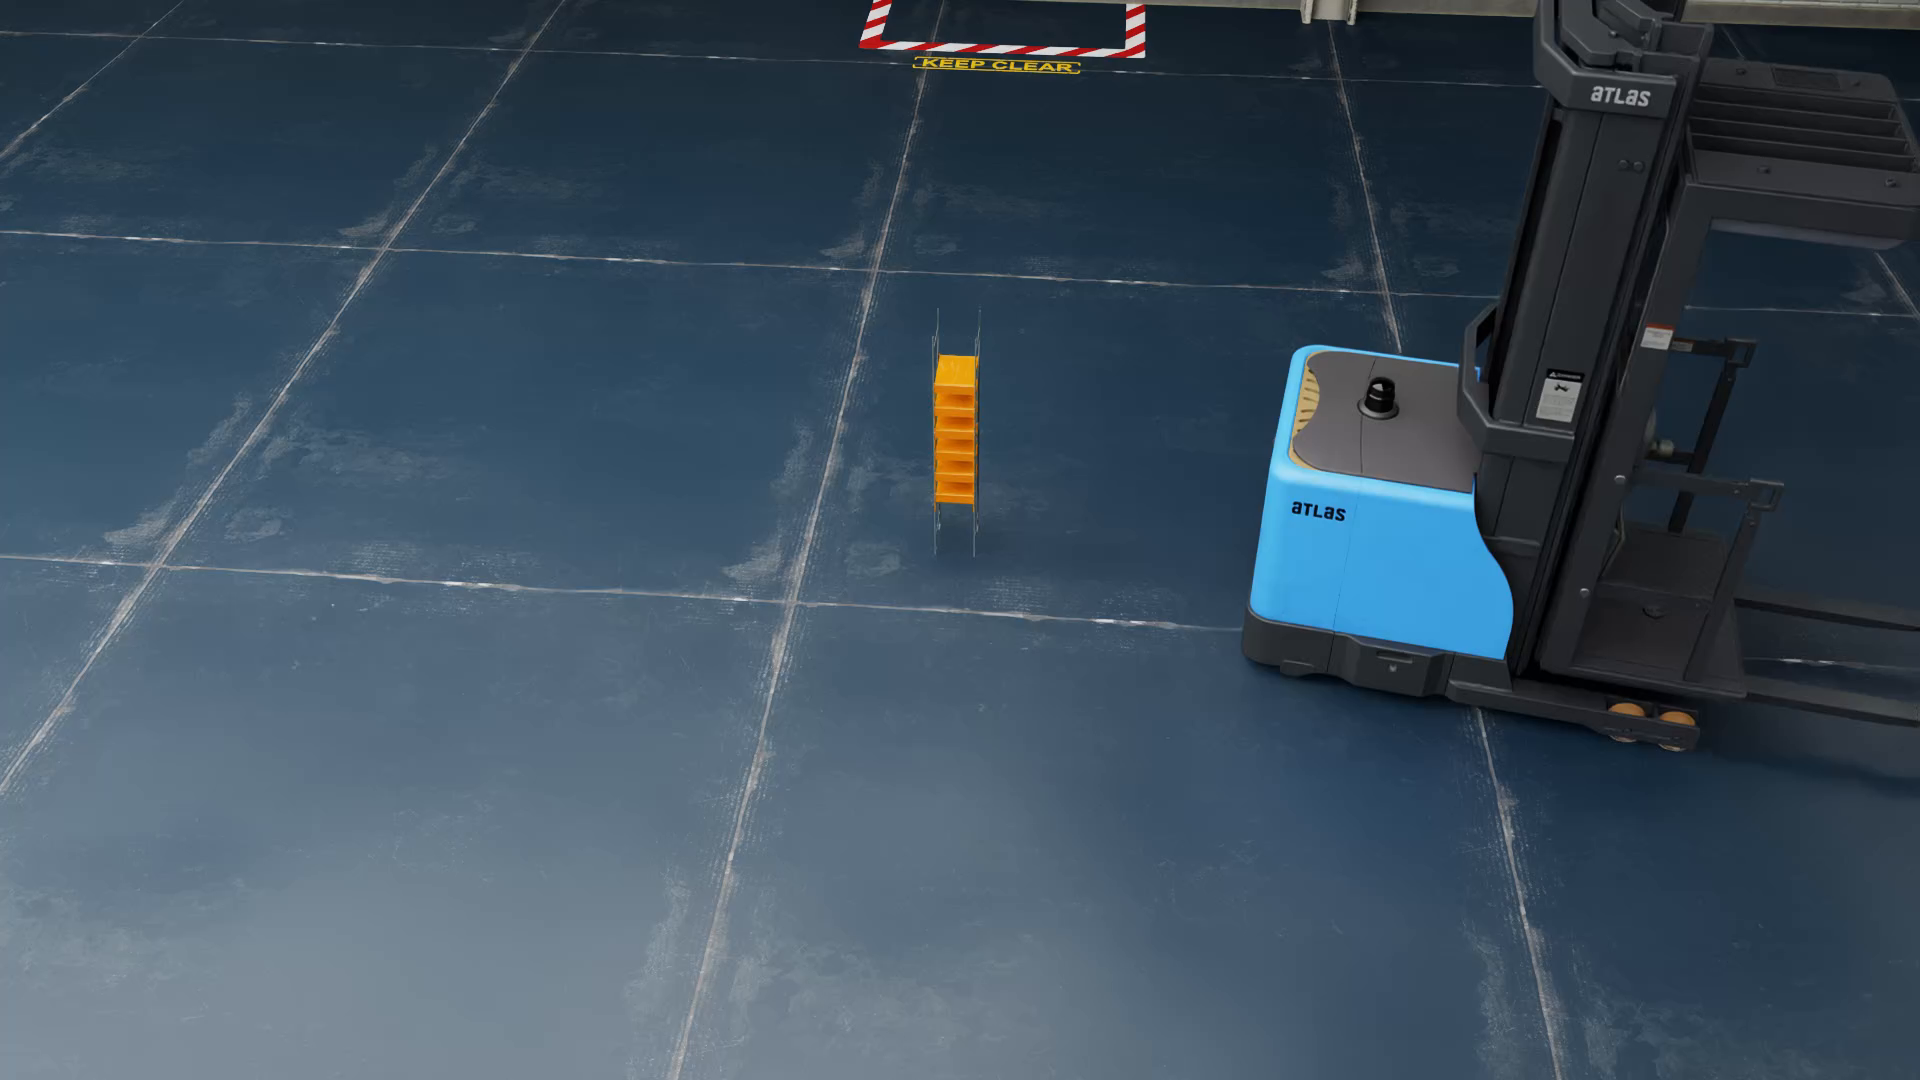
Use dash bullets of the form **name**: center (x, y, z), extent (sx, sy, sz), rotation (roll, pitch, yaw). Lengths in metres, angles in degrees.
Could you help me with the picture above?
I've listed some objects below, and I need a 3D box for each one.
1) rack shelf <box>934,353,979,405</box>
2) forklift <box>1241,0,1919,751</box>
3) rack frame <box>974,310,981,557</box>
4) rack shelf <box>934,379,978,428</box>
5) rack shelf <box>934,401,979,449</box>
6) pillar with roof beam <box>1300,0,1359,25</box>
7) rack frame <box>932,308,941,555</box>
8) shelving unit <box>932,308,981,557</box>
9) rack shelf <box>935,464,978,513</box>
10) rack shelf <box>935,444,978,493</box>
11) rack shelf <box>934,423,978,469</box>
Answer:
- **rack shelf**: center (-0.014, -0.711, 7.343), extent (0.180, 0.103, 0.258), rotation (3, 39, 4)
- **forklift**: center (2.798, -0.641, 6.387), extent (3.031, 2.935, 1.130), rotation (10, 40, 12)
- **rack frame**: center (0.077, -0.461, 7.537), extent (0.006, 1.200, 0.240), rotation (3, 39, 4)
- **rack shelf**: center (-0.014, -0.618, 7.419), extent (0.180, 0.103, 0.258), rotation (3, 39, 4)
- **rack shelf**: center (-0.014, -0.525, 7.495), extent (0.180, 0.103, 0.258), rotation (3, 39, 4)
- **pillar with roof beam**: center (2.482, -4.853, 6.754), extent (0.400, 9.000, 9.100), rotation (3, 39, 4)
- **rack frame**: center (-0.106, -0.471, 7.549), extent (0.006, 1.200, 0.240), rotation (3, 39, 4)
- **shelving unit**: center (-0.014, -0.466, 7.543), extent (0.189, 1.200, 0.258), rotation (3, 39, 4)
- **rack shelf**: center (-0.014, -0.246, 7.722), extent (0.180, 0.103, 0.258), rotation (3, 39, 4)
- **rack shelf**: center (-0.014, -0.339, 7.646), extent (0.180, 0.103, 0.258), rotation (3, 39, 4)
- **rack shelf**: center (-0.014, -0.432, 7.571), extent (0.180, 0.103, 0.258), rotation (3, 39, 4)
